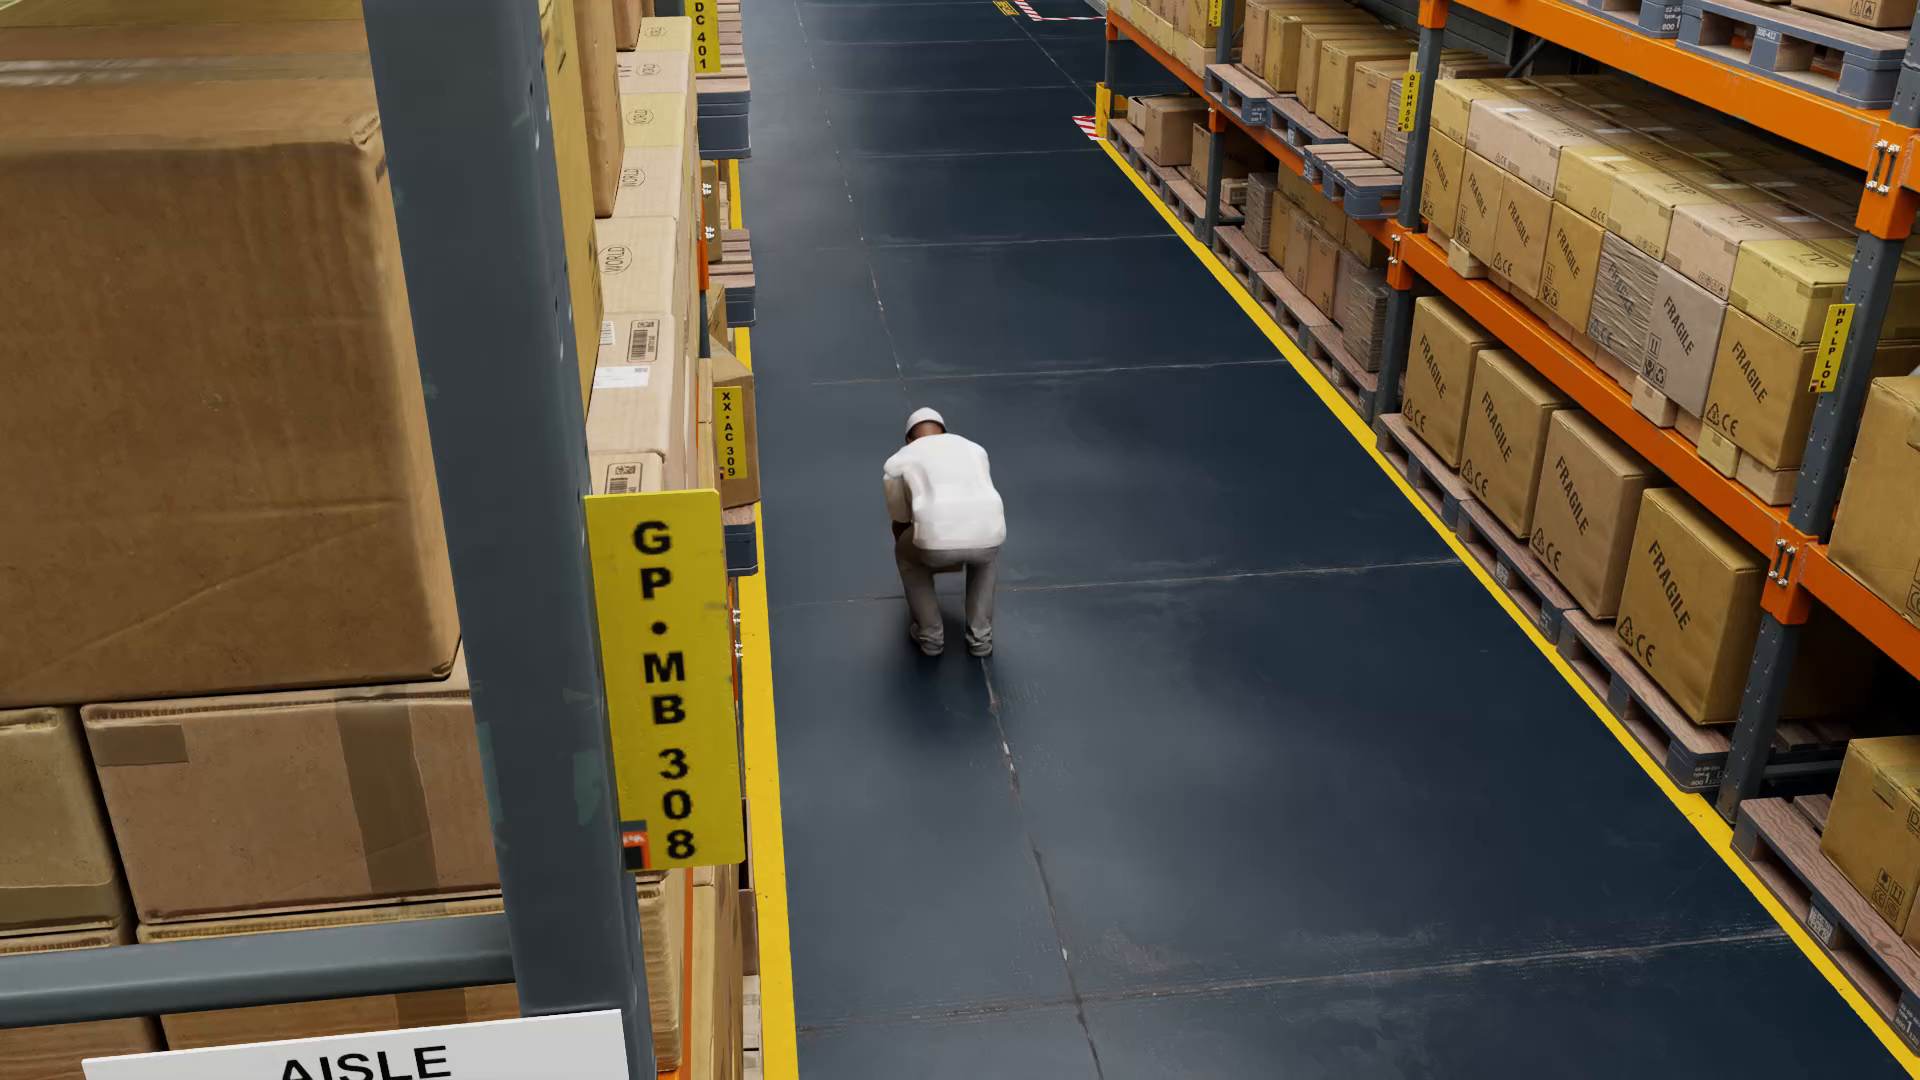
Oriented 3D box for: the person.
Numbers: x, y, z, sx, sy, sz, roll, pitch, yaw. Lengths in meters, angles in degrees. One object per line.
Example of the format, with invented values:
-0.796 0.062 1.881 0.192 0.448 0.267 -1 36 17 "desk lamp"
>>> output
-0.085 -0.014 7.945 0.527 1.017 0.959 -5 27 -10 "person"
